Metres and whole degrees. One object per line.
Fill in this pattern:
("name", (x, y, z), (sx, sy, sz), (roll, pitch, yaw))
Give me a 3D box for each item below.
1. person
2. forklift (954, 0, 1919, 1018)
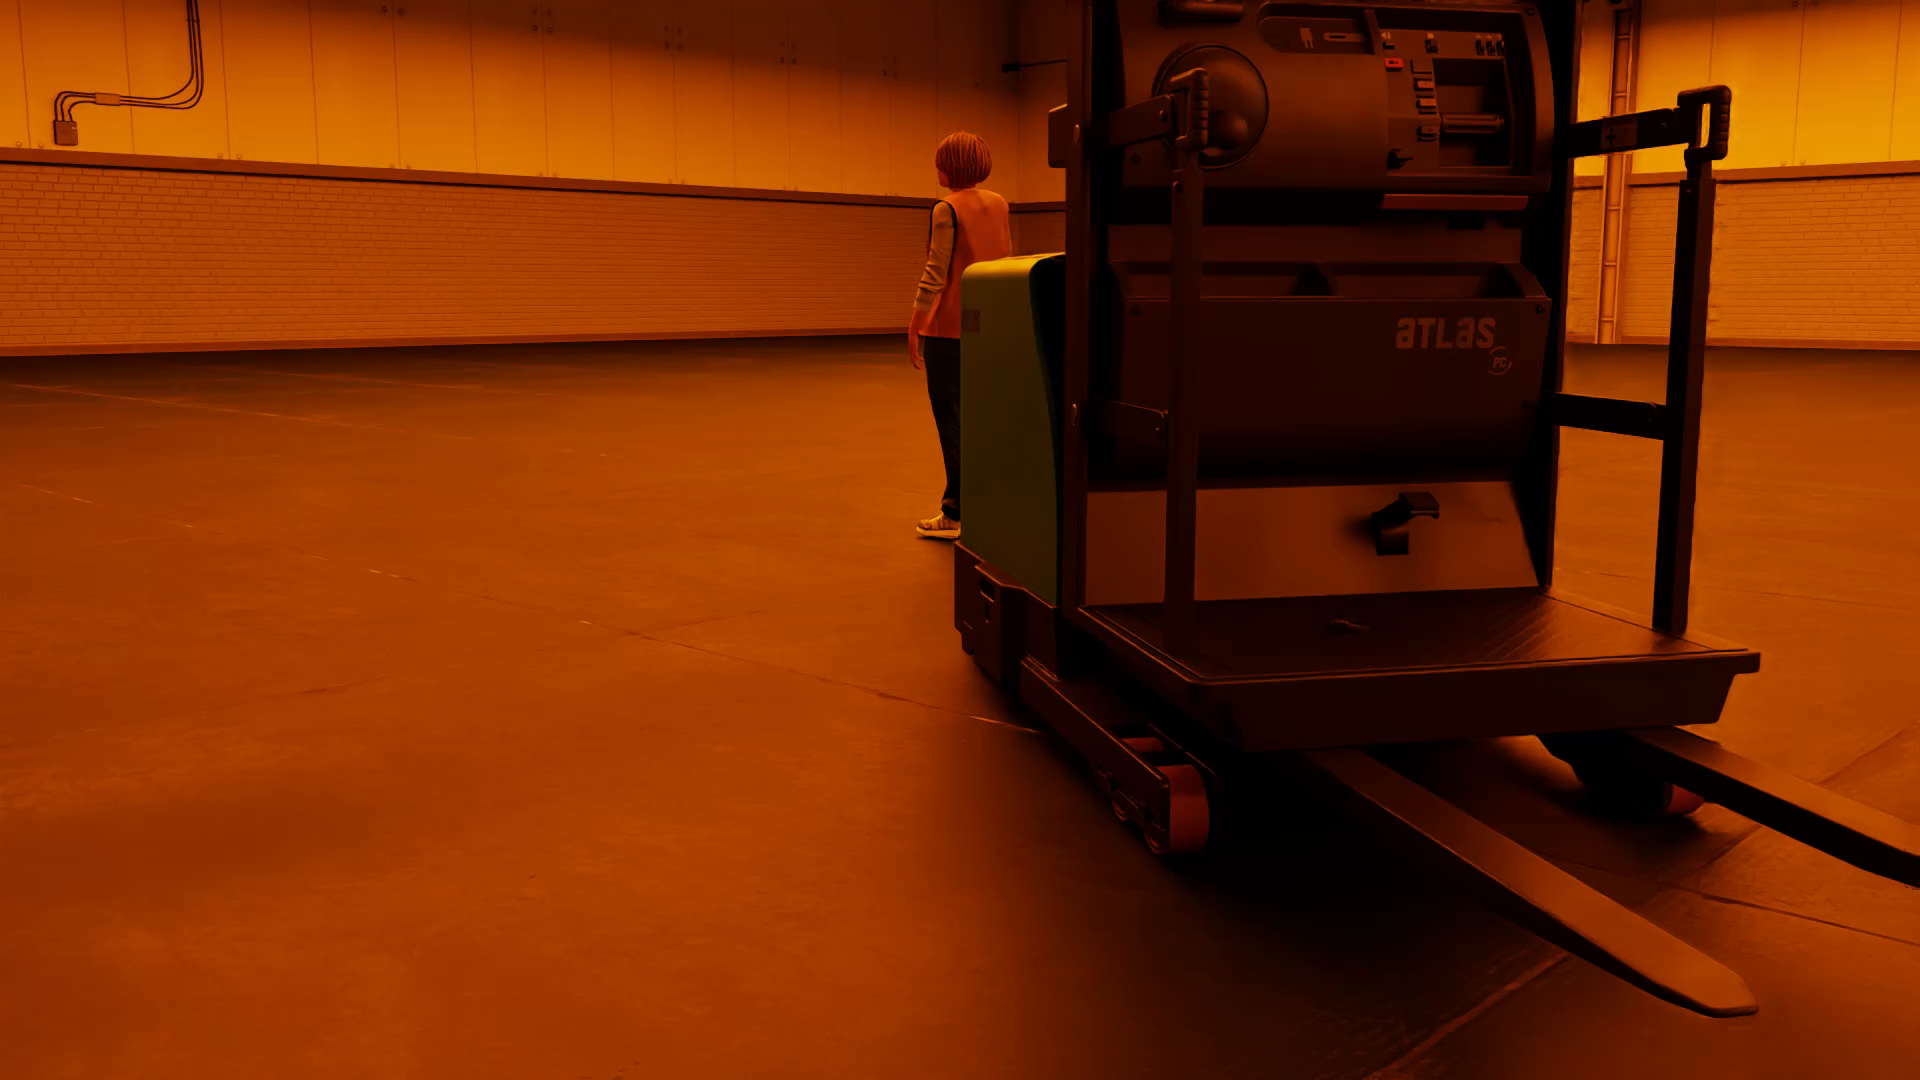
("person", (-0.044, -0.806, 6.658), (0.473, 1.599, 0.521), (8, 12, 43))
("forklift", (0.810, -0.946, 3.153), (1.130, 2.935, 3.031), (-2, 9, -13))
